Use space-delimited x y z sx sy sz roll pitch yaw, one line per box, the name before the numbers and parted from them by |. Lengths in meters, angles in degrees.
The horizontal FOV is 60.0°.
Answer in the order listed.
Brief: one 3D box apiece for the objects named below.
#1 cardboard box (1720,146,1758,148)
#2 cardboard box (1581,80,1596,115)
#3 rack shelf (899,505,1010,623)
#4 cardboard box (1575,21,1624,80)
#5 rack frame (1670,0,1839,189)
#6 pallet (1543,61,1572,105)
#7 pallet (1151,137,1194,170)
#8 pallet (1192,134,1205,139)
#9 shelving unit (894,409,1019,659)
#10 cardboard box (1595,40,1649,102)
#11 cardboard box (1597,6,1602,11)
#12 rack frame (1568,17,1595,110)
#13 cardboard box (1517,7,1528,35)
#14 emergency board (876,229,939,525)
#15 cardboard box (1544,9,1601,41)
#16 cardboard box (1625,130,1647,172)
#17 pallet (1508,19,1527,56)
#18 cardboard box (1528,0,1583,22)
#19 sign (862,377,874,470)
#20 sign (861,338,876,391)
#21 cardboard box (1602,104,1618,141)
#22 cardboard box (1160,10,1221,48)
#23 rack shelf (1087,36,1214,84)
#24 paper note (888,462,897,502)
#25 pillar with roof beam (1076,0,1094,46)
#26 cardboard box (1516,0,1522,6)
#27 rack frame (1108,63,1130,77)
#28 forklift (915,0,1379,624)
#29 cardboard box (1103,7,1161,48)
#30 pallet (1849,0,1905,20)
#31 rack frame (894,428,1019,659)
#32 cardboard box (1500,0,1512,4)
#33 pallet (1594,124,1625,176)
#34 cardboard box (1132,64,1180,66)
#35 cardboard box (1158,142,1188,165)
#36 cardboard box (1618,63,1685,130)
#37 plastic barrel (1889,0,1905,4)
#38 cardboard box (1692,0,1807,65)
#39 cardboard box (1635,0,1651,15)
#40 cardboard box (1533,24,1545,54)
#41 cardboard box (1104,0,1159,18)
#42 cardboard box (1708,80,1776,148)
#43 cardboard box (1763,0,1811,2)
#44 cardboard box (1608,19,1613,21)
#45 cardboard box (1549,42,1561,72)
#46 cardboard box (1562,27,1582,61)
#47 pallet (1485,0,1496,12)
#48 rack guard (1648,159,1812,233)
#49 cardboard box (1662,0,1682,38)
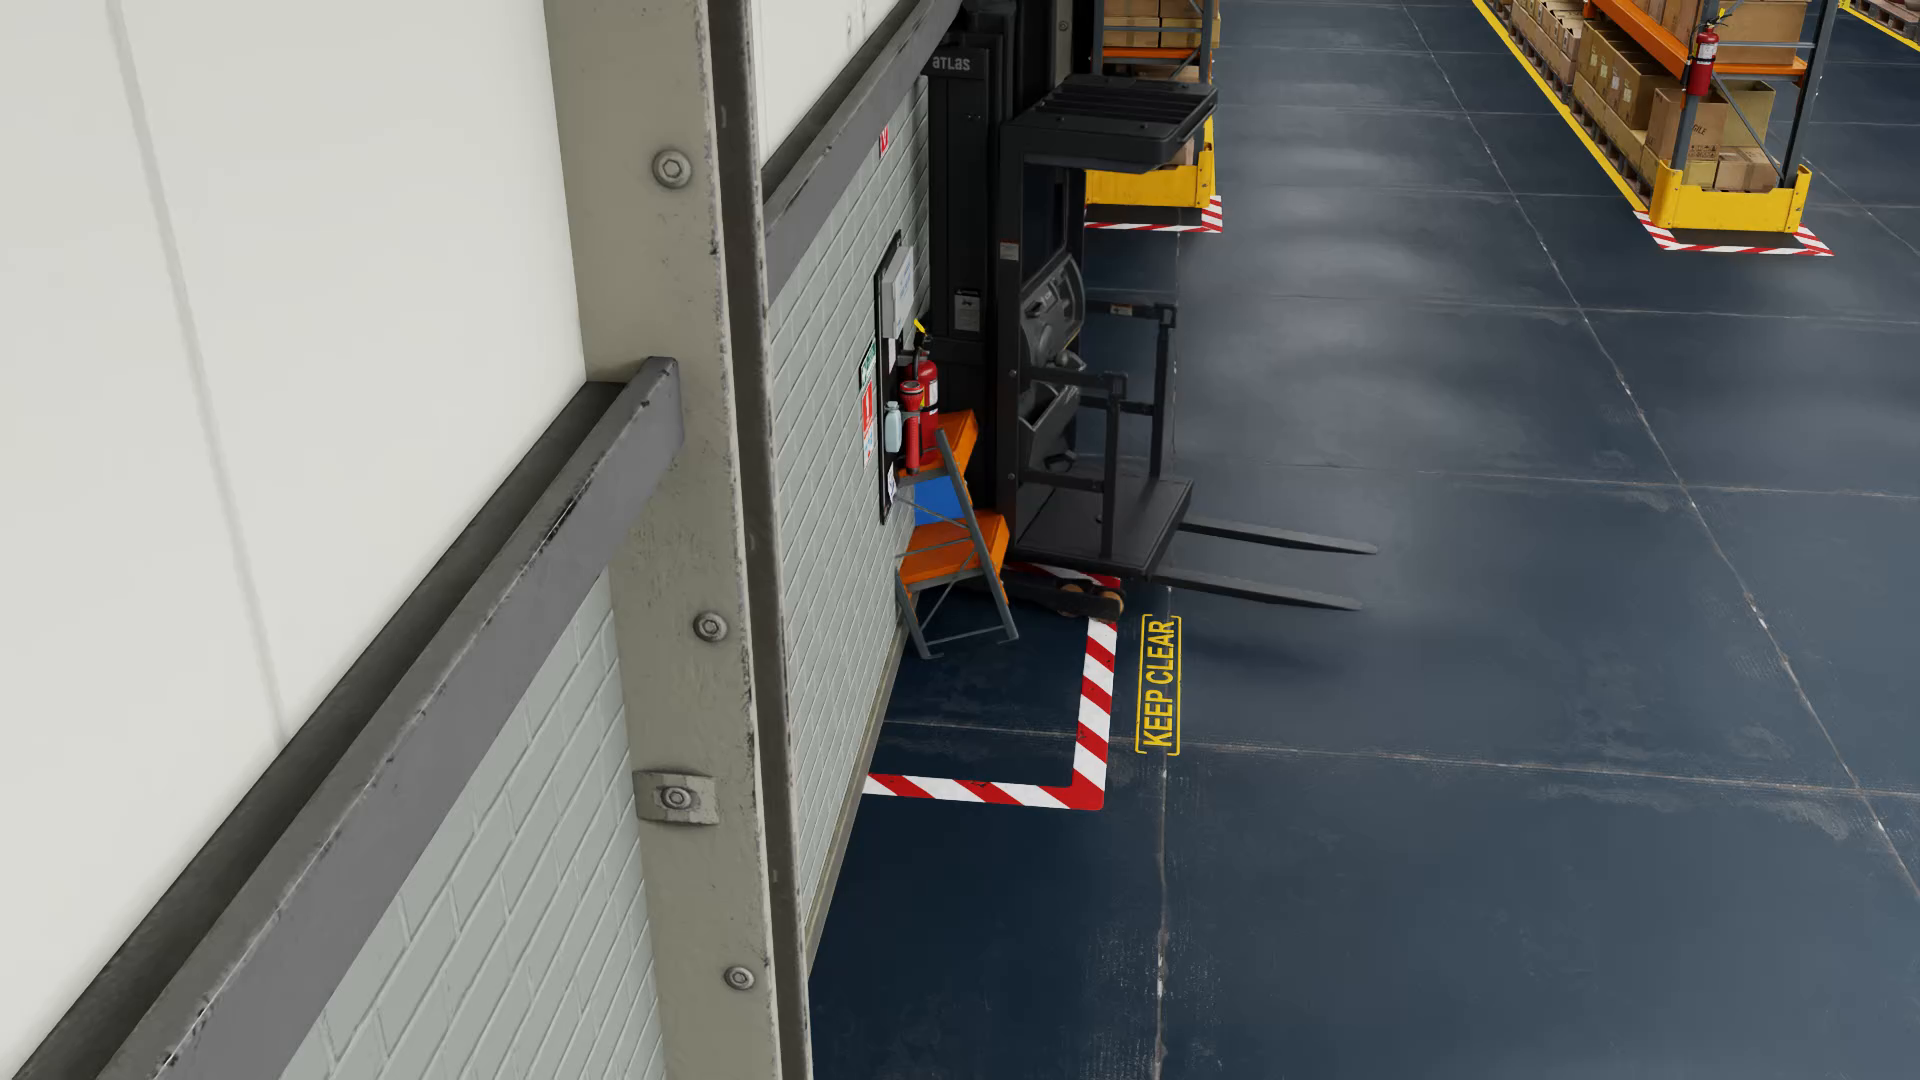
cardboard box | 6.895 -3.495 15.032 0.500 0.250 0.500 3 28 6
cardboard box | 6.617 -4.467 16.836 0.500 0.250 0.500 3 28 6
rack shelf | 0.019 0.037 8.461 0.538 0.278 1.000 -14 22 15
cardboard box | 6.674 -5.033 17.096 0.500 0.500 0.500 3 28 6
rack frame | 6.551 -4.046 13.597 1.000 3.000 0.127 3 28 6
pallet | 7.093 -5.050 18.402 1.003 0.211 1.213 3 28 6
pallet | 1.778 -3.521 15.562 1.003 0.211 1.213 3 28 6
pallet | 1.930 -4.093 16.625 1.003 0.211 1.213 3 28 6
shelving unit | -0.060 -0.177 8.372 0.538 1.125 1.048 -14 22 15
cardboard box | 6.551 -4.562 16.222 0.500 0.500 0.500 3 28 6
cardboard box | 7.526 -6.054 19.189 0.500 0.311 0.500 4 29 8
rack frame | 7.041 -5.929 17.092 1.000 3.000 0.127 3 28 6
cardboard box | 7.115 -6.320 20.275 0.500 0.250 0.500 3 28 5
emergency board | -0.214 -0.727 7.436 0.194 1.169 0.643 3 28 6
cardboard box | 6.927 -5.837 18.788 0.500 0.311 0.500 3 28 6
cardboard box | 6.373 -3.526 15.089 0.500 0.250 0.500 3 28 6
pallet | 7.392 -6.199 20.534 1.003 0.211 1.213 3 28 6
cardboard box | 7.055 -6.316 19.676 0.500 0.311 0.500 3 28 5
sign | -0.384 -0.488 6.955 0.001 0.329 0.234 3 28 6
sign | -0.375 -0.723 6.833 0.001 0.109 0.331 3 28 6
cardboard box | 6.495 -3.997 15.962 0.500 0.250 0.500 3 28 6
cardboard box | 2.009 -4.486 14.551 0.500 0.250 0.500 3 28 5
rack shelf | 1.879 -4.957 16.047 1.077 0.370 4.000 3 28 6
paper note | -0.304 -0.259 7.498 0.016 0.148 0.142 3 28 6
pillar with roof beam | 5.869 -9.927 18.189 9.100 9.000 0.400 3 28 6
cardboard box | 7.176 -6.803 20.581 0.500 0.311 0.500 4 29 8
rack frame | 2.124 -6.215 17.623 1.000 3.000 0.127 3 28 6
forklift | 0.654 -1.147 8.288 3.031 2.935 1.130 10 30 18
cardboard box | 1.499 -4.506 14.589 0.500 0.250 0.500 4 29 7
pallet | 12.654 -7.241 22.467 1.003 0.211 1.213 3 28 6
rack frame | -0.132 0.040 7.917 0.500 1.125 0.032 -14 22 15
cardboard box | 7.413 -7.359 21.918 0.500 0.500 0.500 4 29 8
pallet | 6.755 -3.753 15.994 1.003 0.211 1.213 3 28 6
cardboard box | 2.037 -4.817 17.201 0.500 0.500 0.500 1 28 2
cardboard box | 1.808 -3.662 15.257 0.500 0.311 0.500 0 28 0
cardboard box | 6.429 -4.092 15.348 0.500 0.500 0.500 3 28 6
plastic barrel | 12.628 -7.408 21.938 0.600 0.588 0.708 3 28 6
cardboard box | 6.621 -4.309 13.980 0.700 0.500 0.500 3 28 6
cardboard box | 6.870 -5.279 15.781 0.700 0.500 0.500 4 29 7
cardboard box | 6.994 -5.833 19.372 0.500 0.250 0.500 4 29 7
cardboard box | 1.481 -4.839 14.416 0.500 0.500 0.500 3 28 6
cardboard box | 6.897 -3.825 14.854 0.500 0.500 0.500 3 28 6
cardboard box | 6.813 -4.548 13.739 0.380 0.149 0.250 3 28 6
cardboard box | 7.406 -5.565 18.283 0.500 0.311 0.500 3 28 6
cardboard box | 6.868 -5.353 18.480 0.500 0.250 0.500 3 28 5
cardboard box | 6.806 -5.357 17.897 0.500 0.311 0.500 3 28 6
pallet | 7.812 -7.506 22.960 1.003 0.211 1.213 3 28 6
rack guard | 6.548 -2.934 14.169 1.175 0.500 0.348 3 28 6
cardboard box | 6.747 -4.790 14.873 0.700 0.500 0.500 4 29 7
